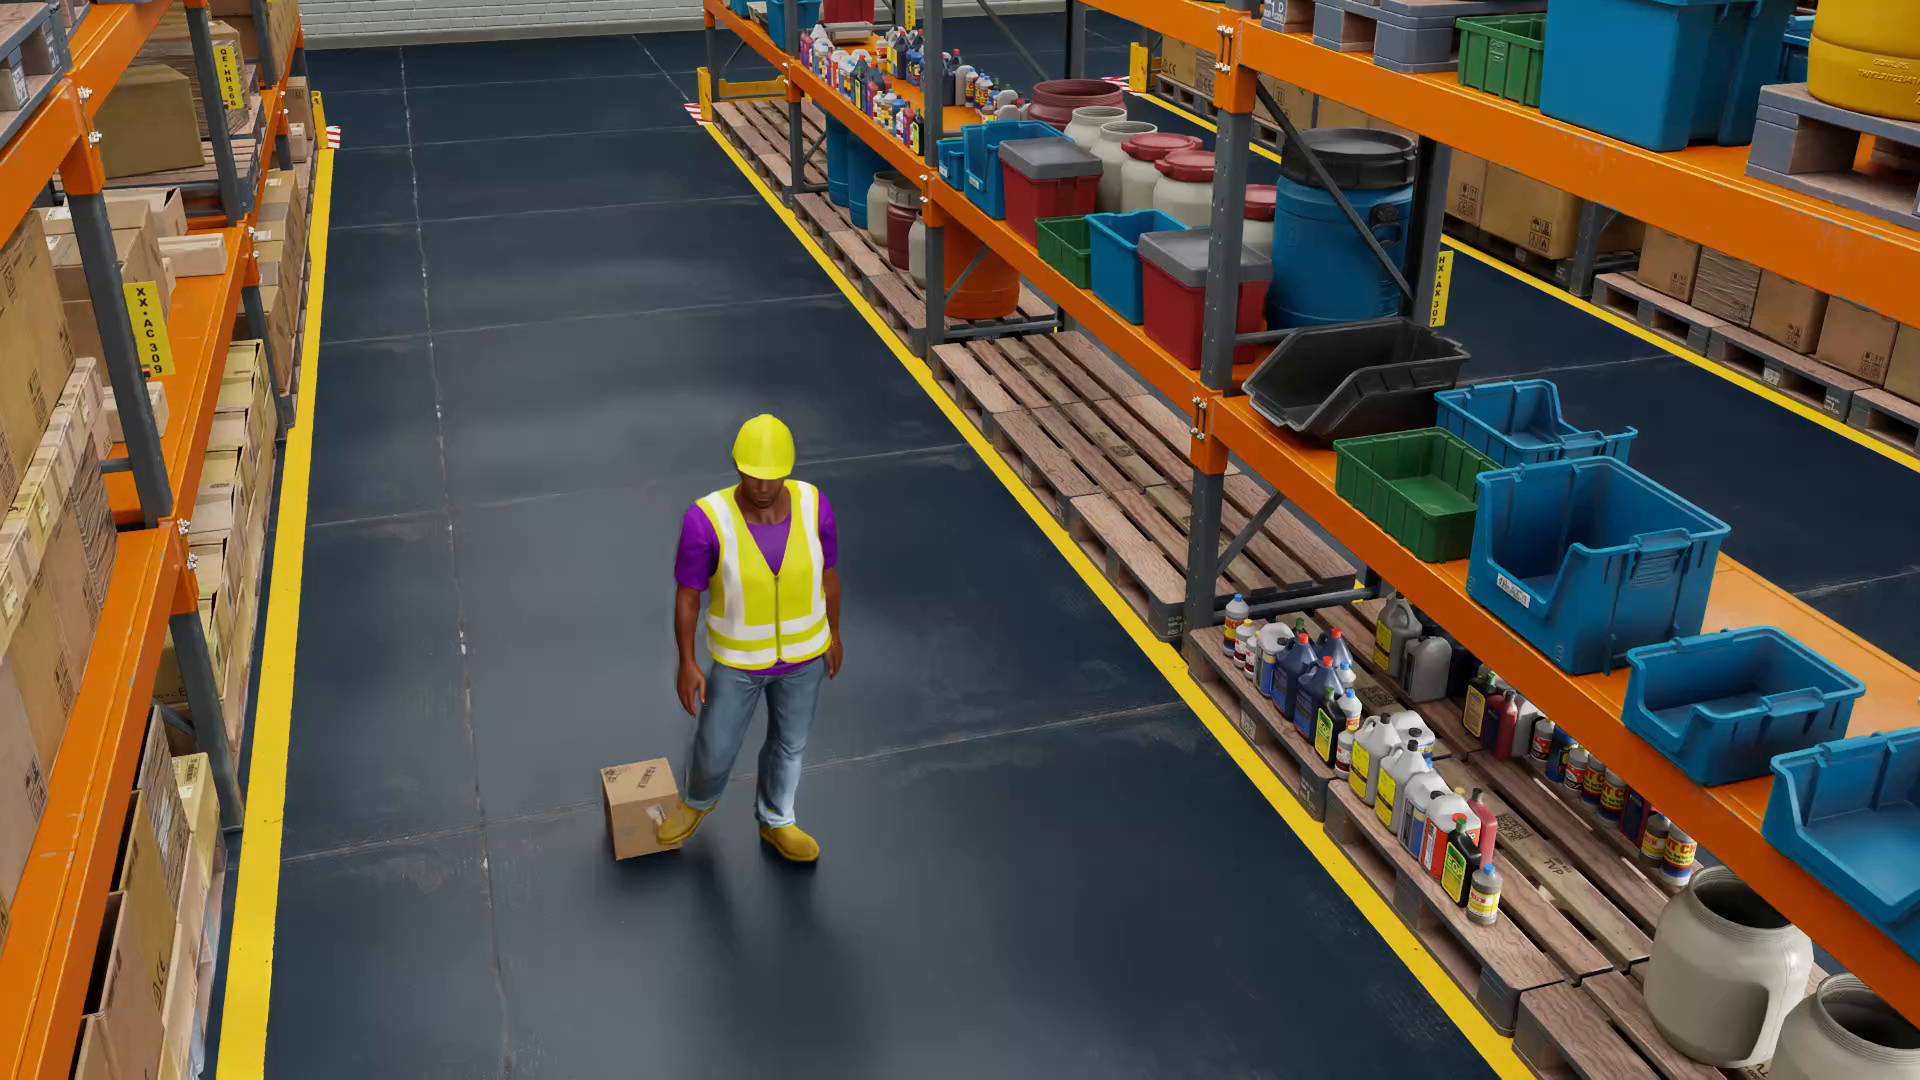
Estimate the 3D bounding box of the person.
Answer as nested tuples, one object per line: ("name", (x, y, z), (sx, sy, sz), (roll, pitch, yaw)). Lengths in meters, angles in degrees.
("person", (-0.750, 0.367, 5.805), (0.717, 1.757, 0.523), (-10, 28, -19))
